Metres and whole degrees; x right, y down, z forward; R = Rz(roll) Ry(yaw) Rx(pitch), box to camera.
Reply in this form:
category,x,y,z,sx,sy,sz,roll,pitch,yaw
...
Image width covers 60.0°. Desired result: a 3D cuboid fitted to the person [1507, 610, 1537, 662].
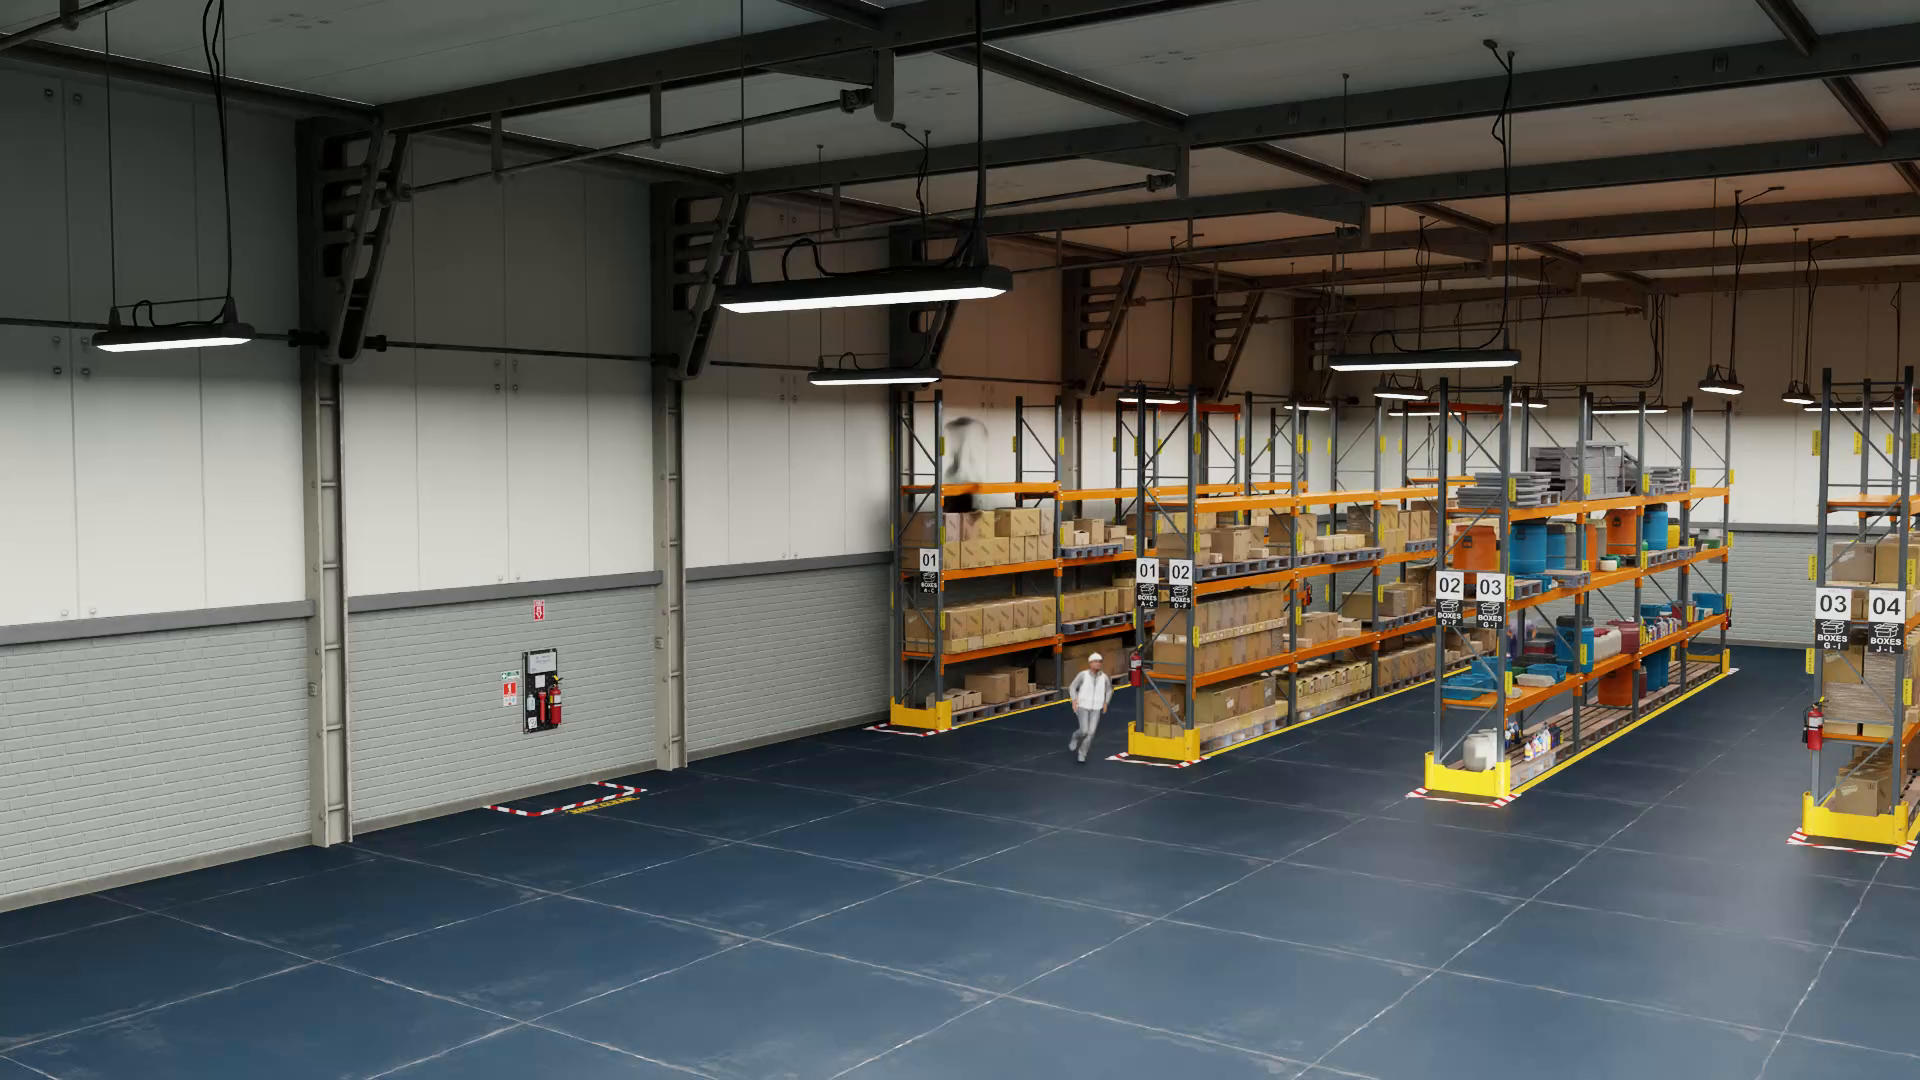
category,x,y,z,sx,sy,sz,roll,pitch,yaw
person,11.770,2.228,35.005,0.593,1.603,0.577,2,4,36

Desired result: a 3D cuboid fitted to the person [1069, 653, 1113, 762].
category,x,y,z,sx,sy,sz,roll,pitch,yaw
person,2.108,2.659,26.543,0.689,1.700,0.555,-1,3,-9
